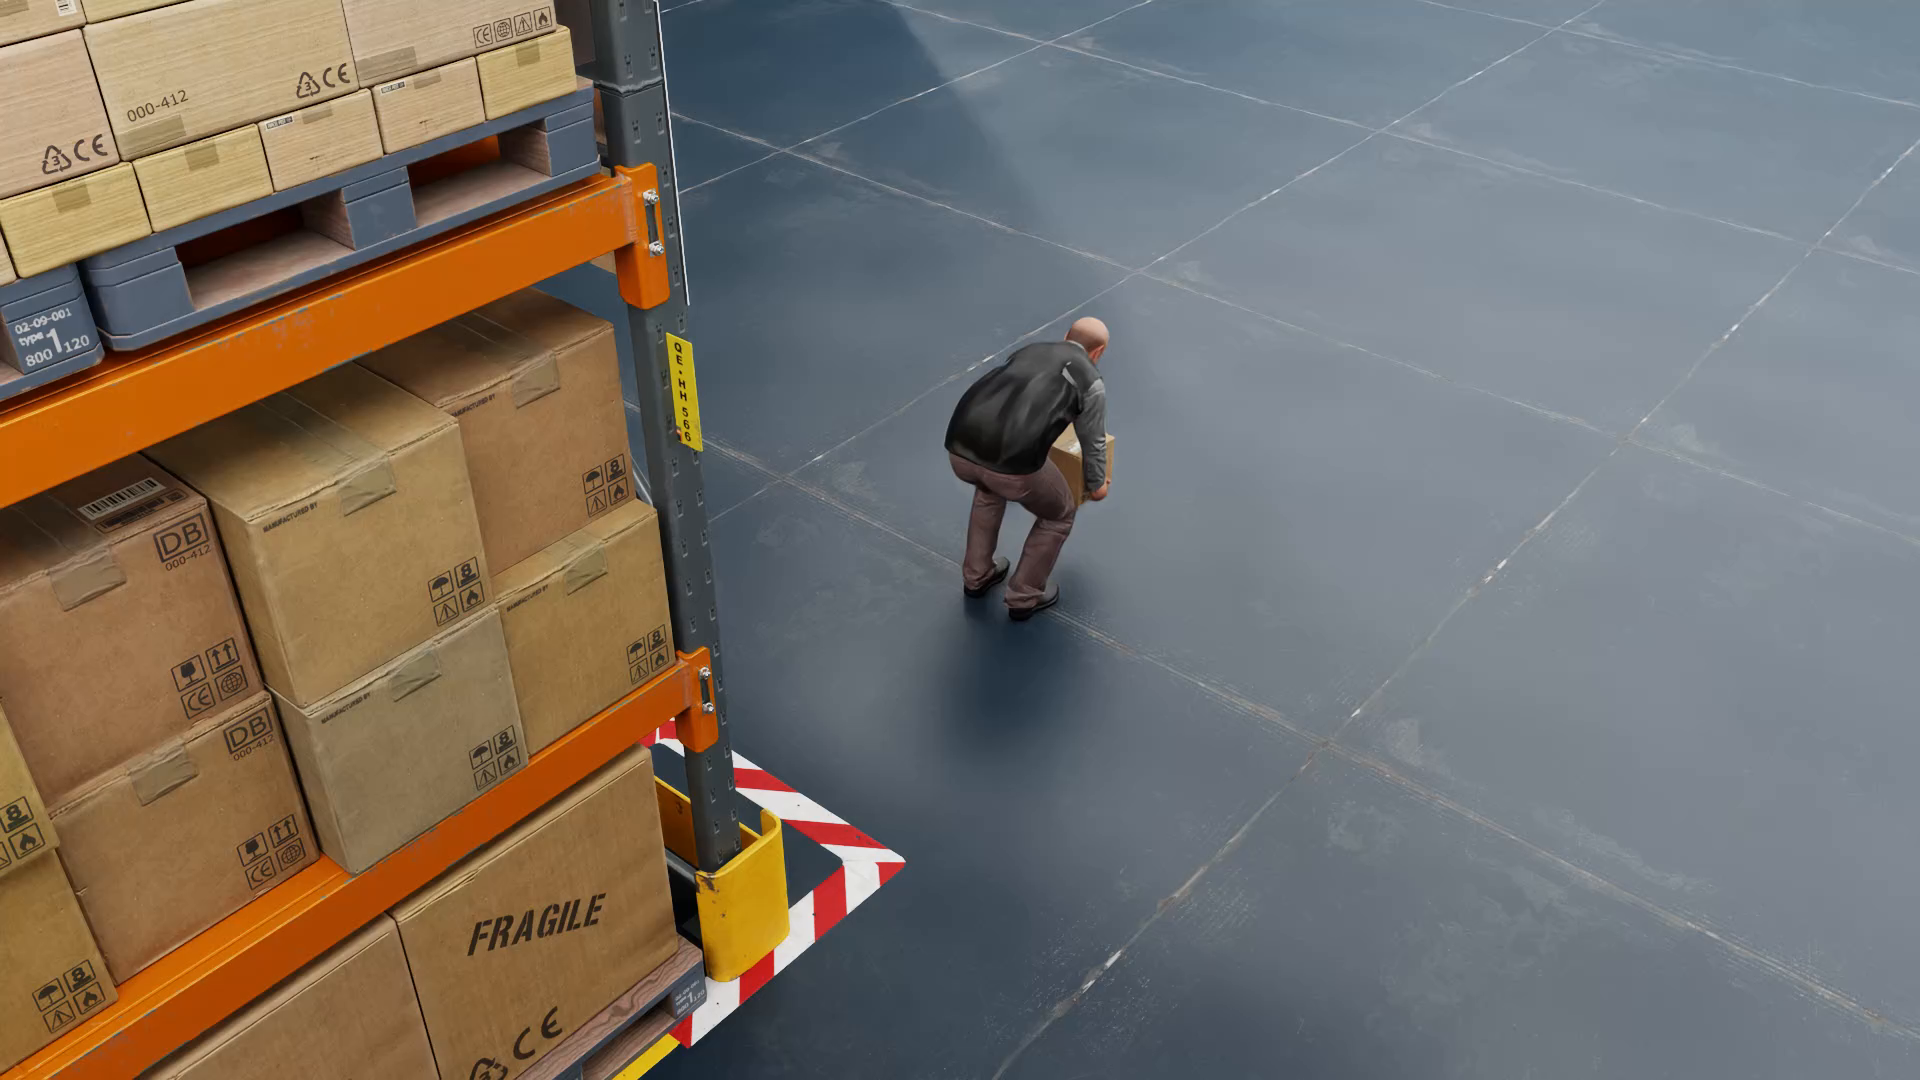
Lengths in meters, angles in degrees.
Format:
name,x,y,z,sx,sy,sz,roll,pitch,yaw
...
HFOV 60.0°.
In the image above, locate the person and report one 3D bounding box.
name,x,y,z,sx,sy,sz,roll,pitch,yaw
person,0.329,-0.306,7.132,0.492,1.123,0.943,23,41,30
